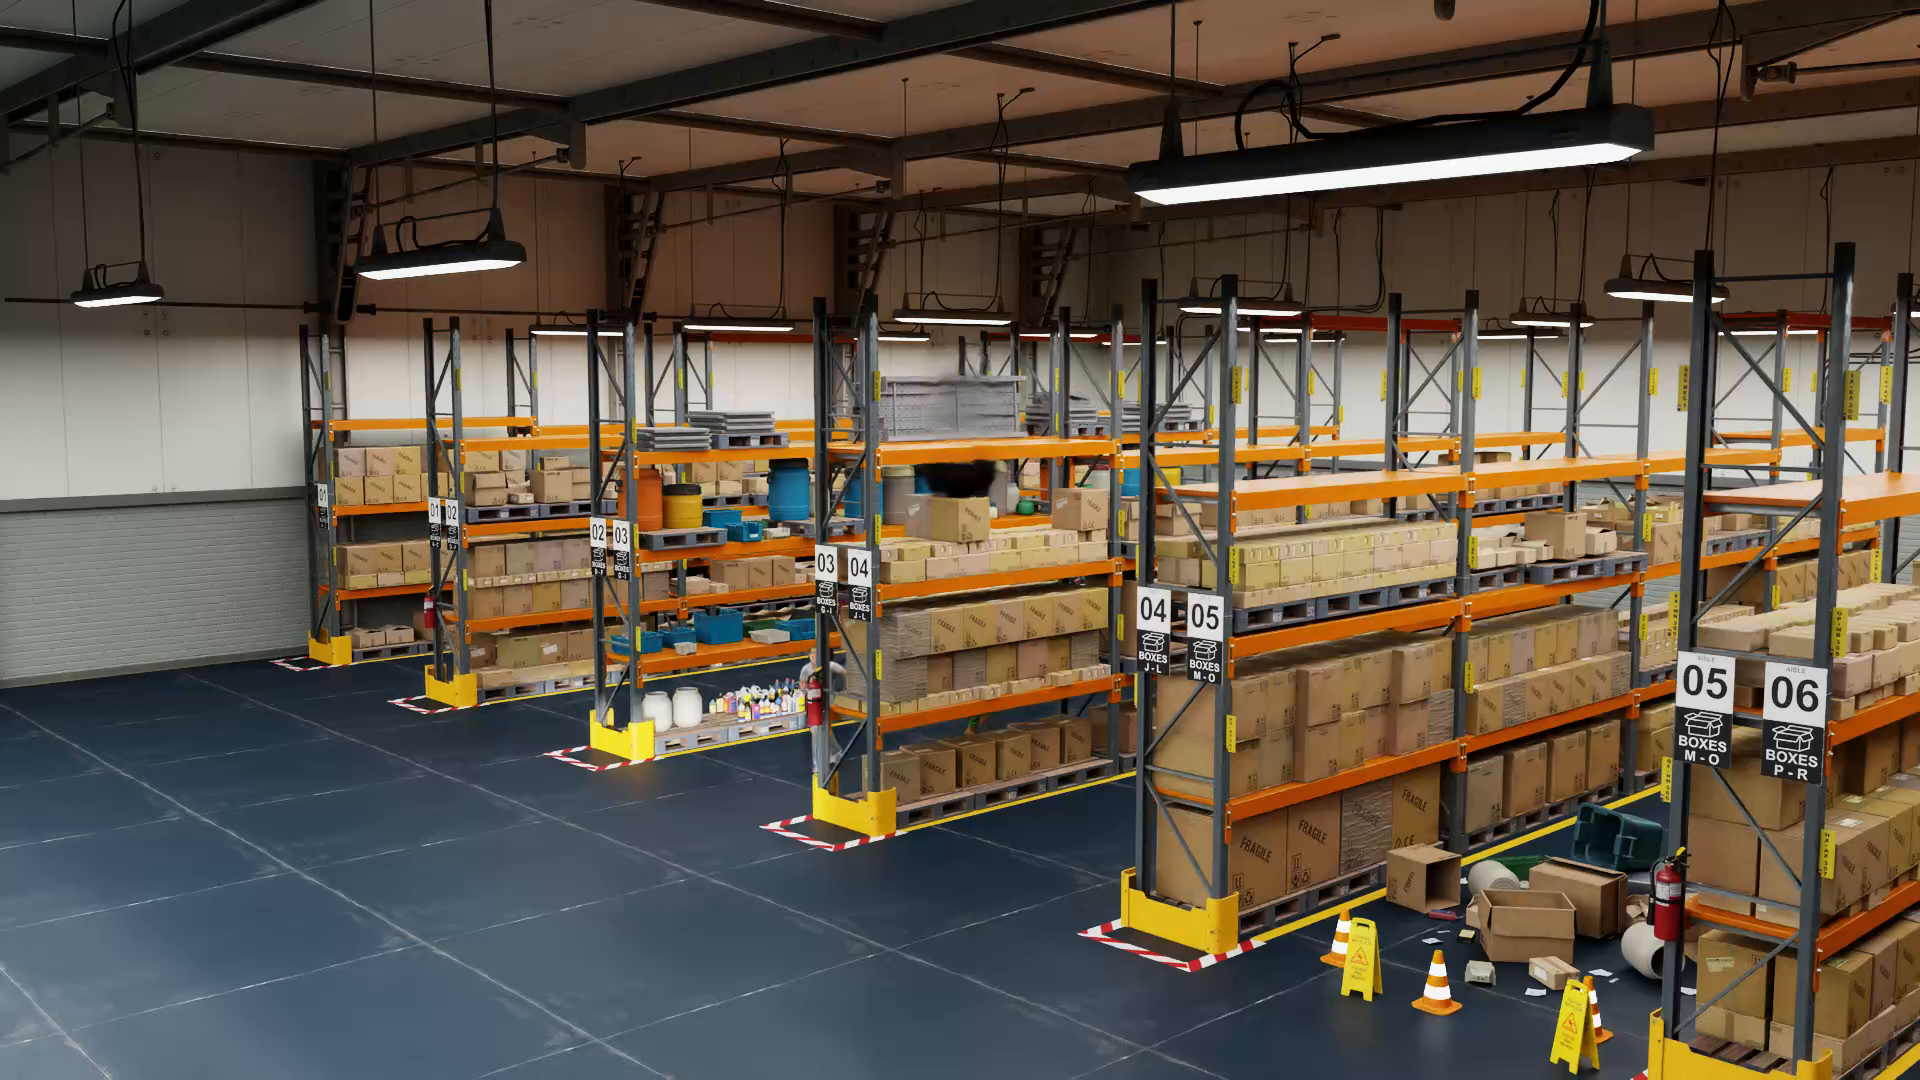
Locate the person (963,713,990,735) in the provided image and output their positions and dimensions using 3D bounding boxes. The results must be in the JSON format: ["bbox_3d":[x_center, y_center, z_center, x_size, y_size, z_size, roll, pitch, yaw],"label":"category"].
[{"bbox_3d":[0.253,1.845,23.773,0.667,1.782,0.961,3,7,28],"label":"person"}]

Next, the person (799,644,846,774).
[{"bbox_3d":[-1.775,2.160,21.589,0.587,1.680,0.817,3,6,24],"label":"person"}]
